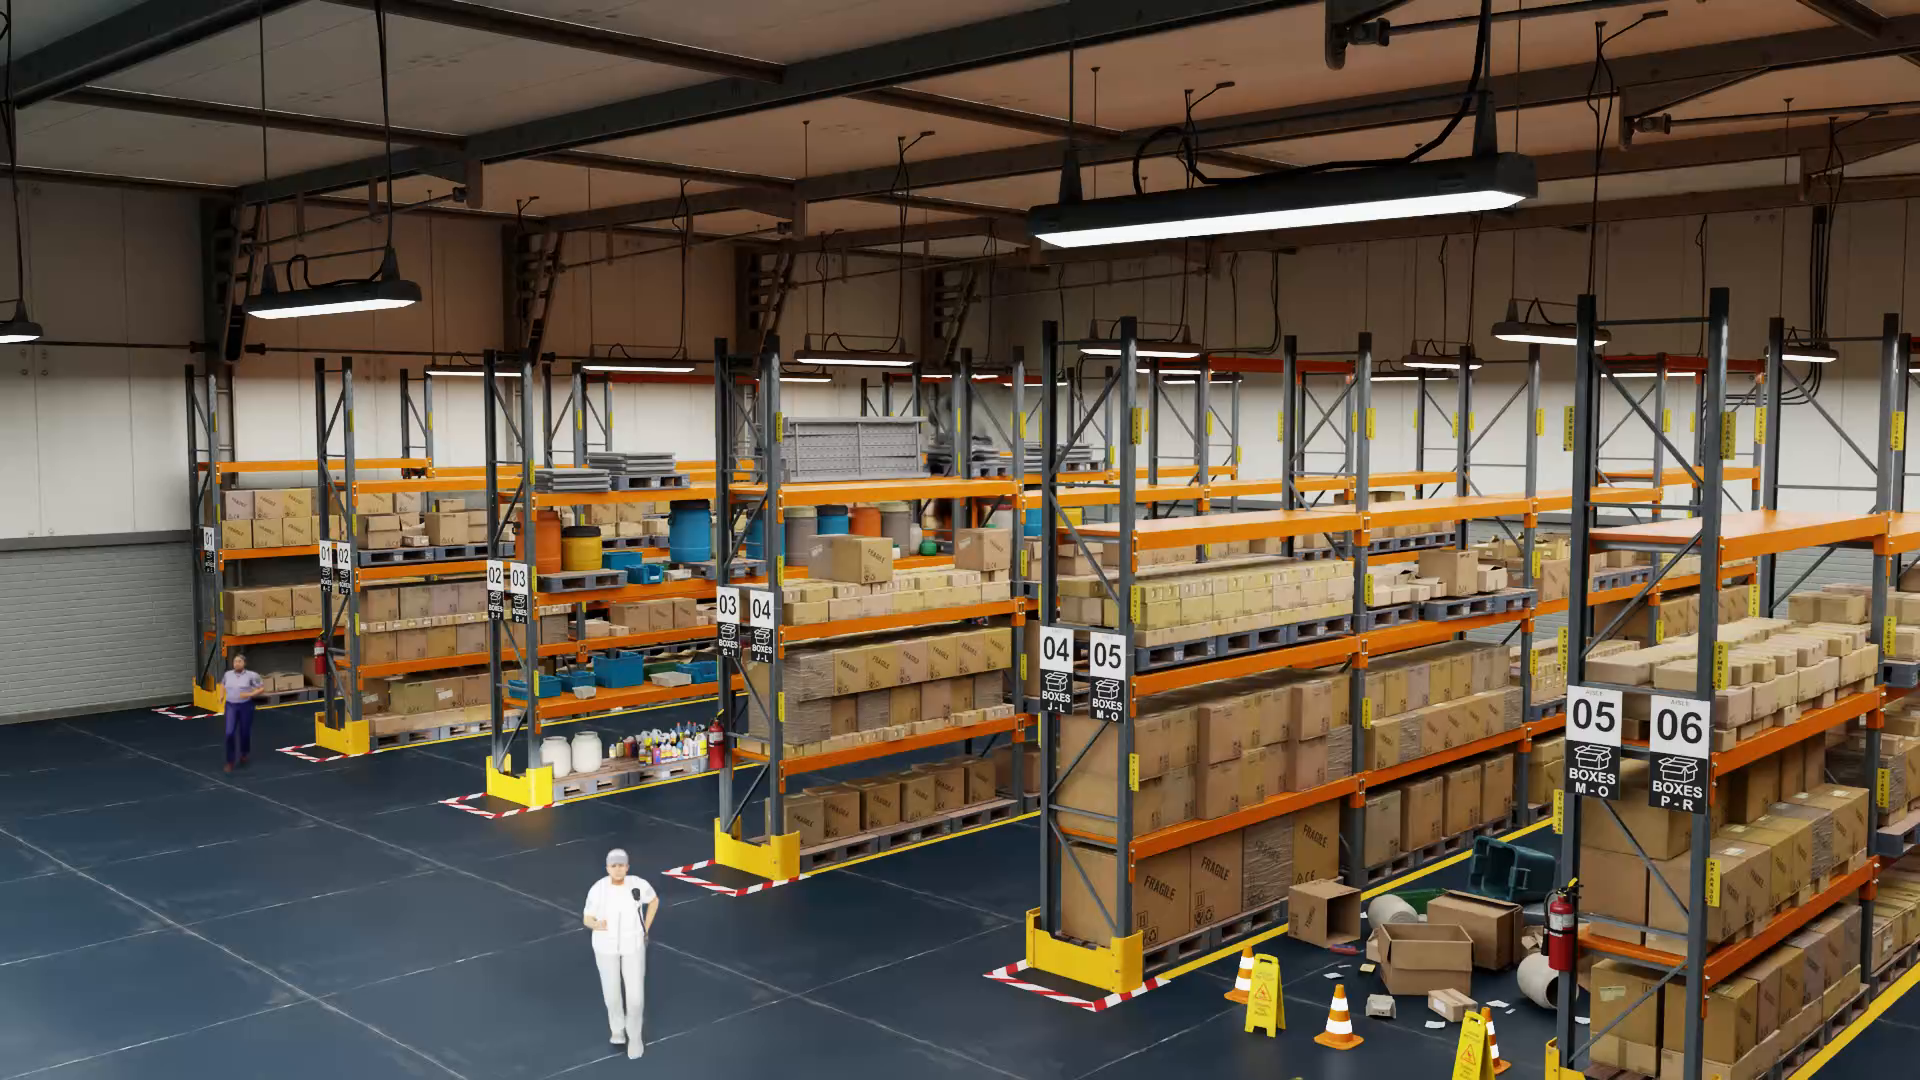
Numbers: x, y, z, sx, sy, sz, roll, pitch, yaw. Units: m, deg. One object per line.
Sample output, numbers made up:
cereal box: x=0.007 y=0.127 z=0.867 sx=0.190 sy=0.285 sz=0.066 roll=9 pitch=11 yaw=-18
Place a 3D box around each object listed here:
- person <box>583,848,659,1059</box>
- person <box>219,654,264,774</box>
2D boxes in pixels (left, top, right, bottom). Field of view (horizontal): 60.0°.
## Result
person: x=-2.724 y=3.325 z=13.364 sx=0.587 sy=1.695 sz=0.671 roll=-1 pitch=4 yaw=-8
person: x=-10.418 y=2.514 z=24.151 sx=0.627 sy=1.692 sz=0.675 roll=-1 pitch=4 yaw=-12
